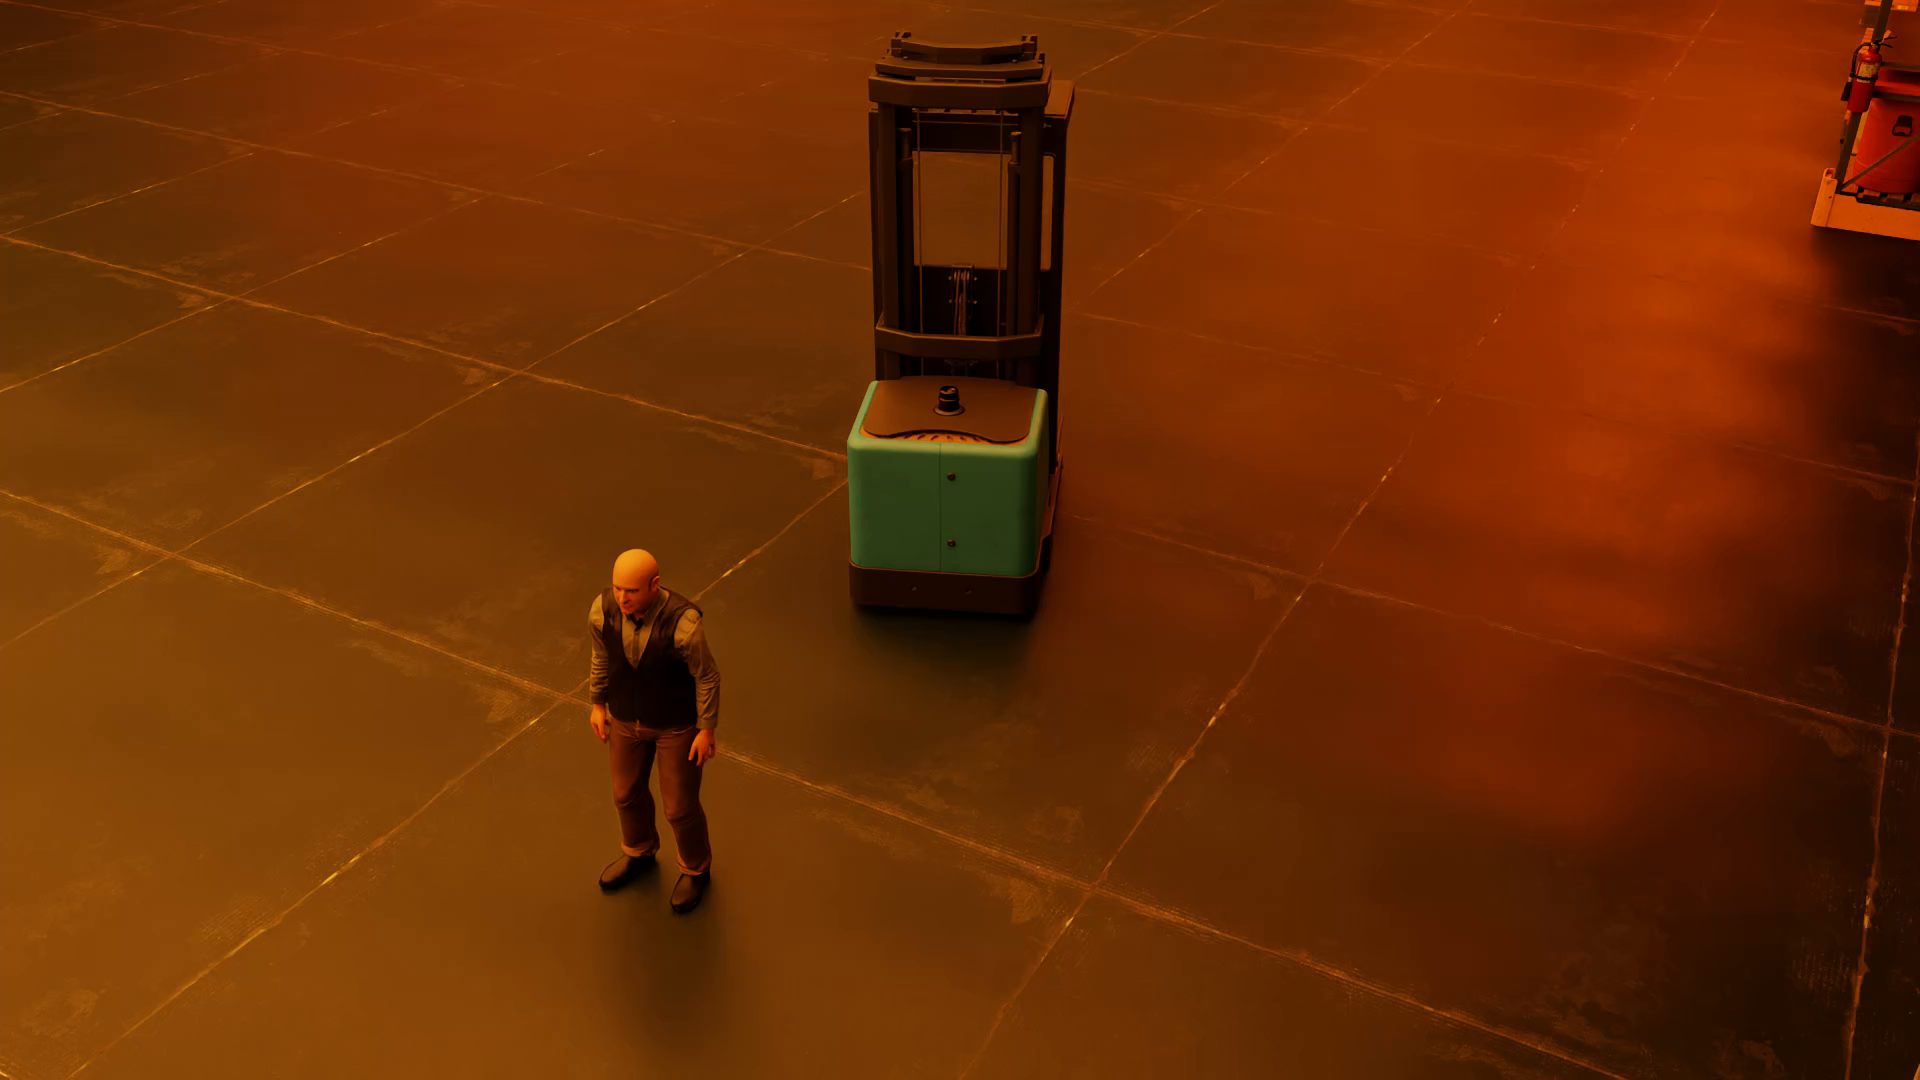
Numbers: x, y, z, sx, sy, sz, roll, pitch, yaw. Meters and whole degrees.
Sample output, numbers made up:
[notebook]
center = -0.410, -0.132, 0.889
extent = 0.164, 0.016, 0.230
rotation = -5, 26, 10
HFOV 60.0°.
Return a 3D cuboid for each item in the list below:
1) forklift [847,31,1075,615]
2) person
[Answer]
[forklift]
center = 0.072, -1.572, 9.794
extent = 1.130, 2.935, 3.031
rotation = 3, 30, 6
[person]
center = -1.270, 0.755, 6.975
extent = 0.593, 1.720, 0.425
rotation = 11, 32, 18
